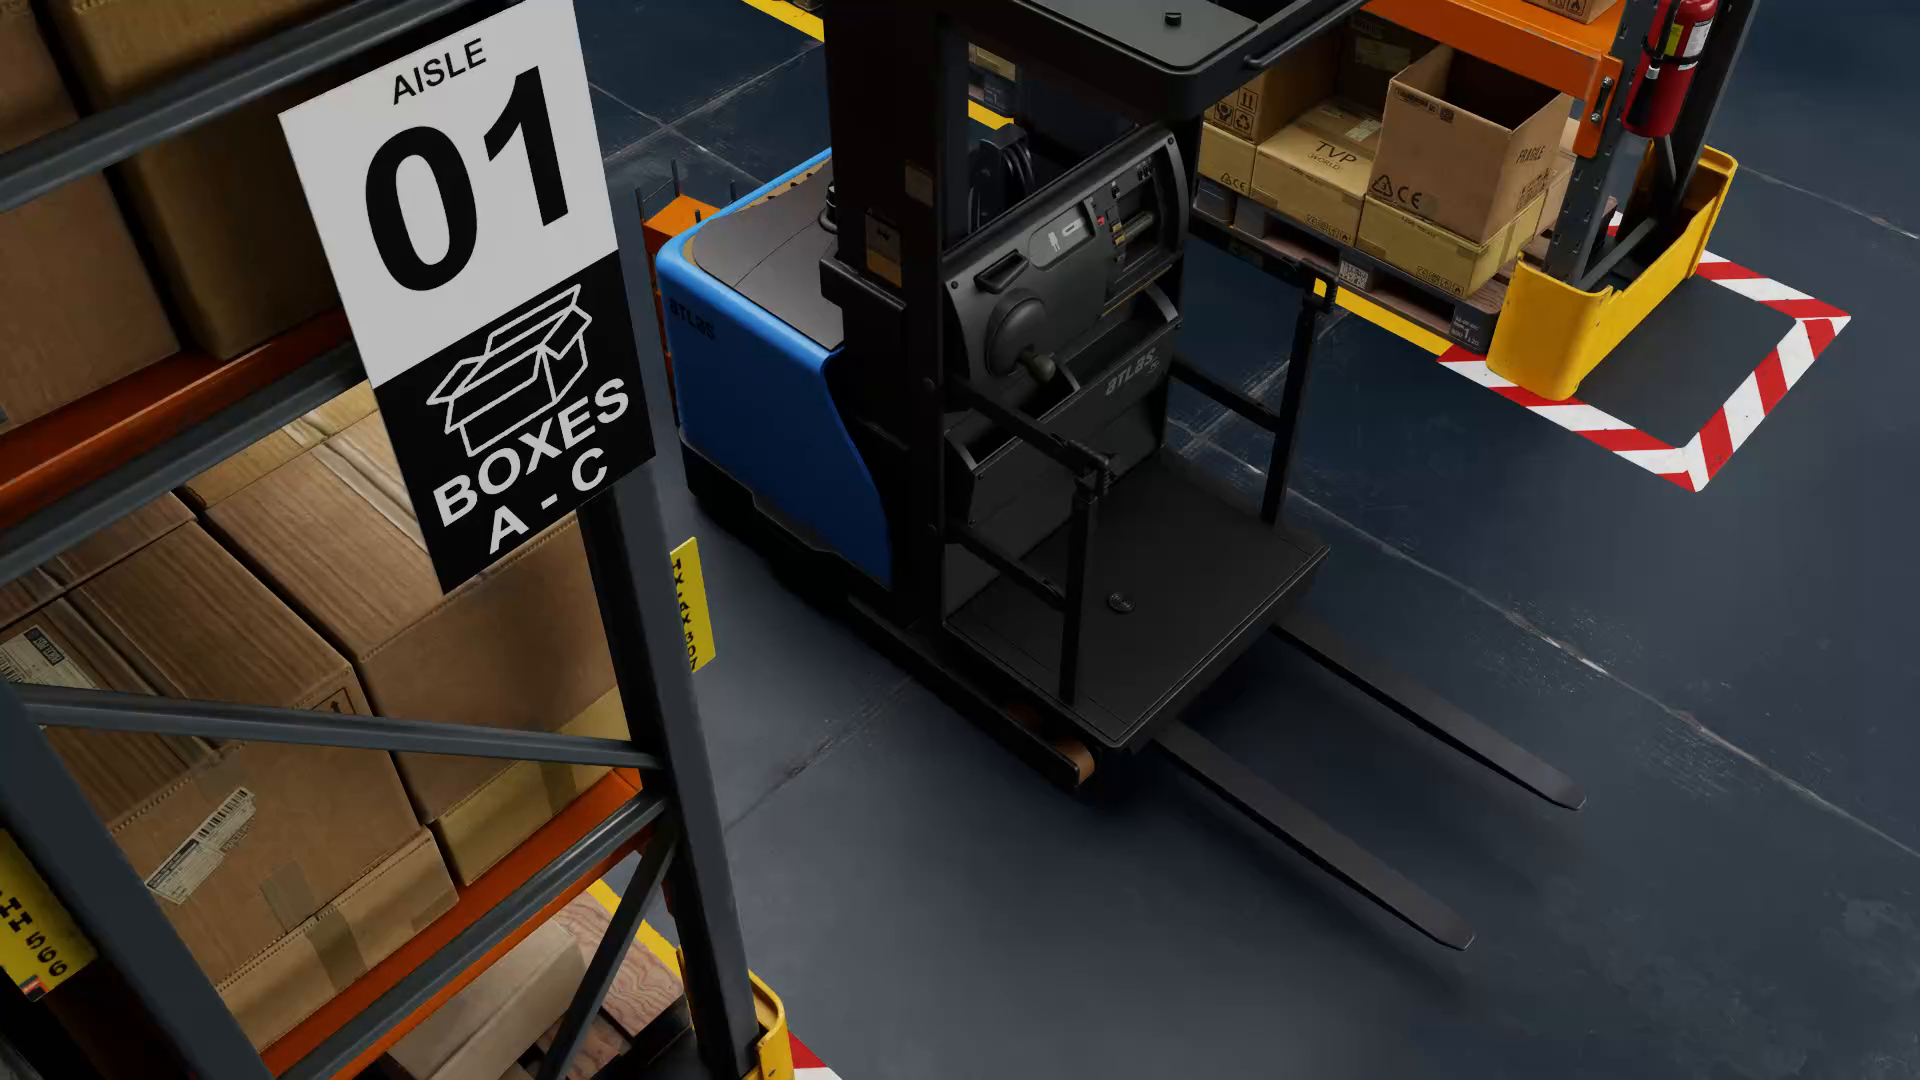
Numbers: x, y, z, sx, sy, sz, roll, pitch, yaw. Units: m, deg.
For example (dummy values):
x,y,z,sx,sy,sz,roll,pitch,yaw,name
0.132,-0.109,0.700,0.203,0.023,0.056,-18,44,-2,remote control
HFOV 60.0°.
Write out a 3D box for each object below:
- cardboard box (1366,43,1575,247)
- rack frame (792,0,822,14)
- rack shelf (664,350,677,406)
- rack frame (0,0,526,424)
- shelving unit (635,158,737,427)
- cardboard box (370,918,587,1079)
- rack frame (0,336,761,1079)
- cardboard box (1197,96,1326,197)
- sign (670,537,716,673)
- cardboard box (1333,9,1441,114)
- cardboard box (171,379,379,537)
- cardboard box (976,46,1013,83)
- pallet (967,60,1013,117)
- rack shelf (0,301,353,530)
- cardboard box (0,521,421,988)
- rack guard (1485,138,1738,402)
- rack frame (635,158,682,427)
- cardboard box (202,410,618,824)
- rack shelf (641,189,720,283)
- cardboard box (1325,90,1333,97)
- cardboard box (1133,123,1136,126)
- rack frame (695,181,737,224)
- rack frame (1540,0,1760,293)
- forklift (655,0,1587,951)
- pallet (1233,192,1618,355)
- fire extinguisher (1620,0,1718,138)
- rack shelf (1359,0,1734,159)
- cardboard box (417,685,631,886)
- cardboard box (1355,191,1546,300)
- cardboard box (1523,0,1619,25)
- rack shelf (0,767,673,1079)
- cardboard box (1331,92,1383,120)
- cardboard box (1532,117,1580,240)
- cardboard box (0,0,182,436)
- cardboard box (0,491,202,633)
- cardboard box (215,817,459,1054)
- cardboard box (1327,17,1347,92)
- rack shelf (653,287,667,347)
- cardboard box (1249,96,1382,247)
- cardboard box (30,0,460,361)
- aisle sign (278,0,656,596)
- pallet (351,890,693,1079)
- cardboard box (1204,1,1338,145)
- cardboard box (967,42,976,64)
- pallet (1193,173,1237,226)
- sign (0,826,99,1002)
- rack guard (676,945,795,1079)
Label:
x,y,z,sx,sy,sz,roll,pitch,yaw,name
1.900,-1.502,6.186,0.500,0.500,0.500,34,55,28,cardboard box
-0.444,-3.914,7.368,0.127,3.000,1.000,34,55,28,rack frame
-0.892,-0.596,5.985,0.240,0.259,0.215,24,51,21,rack shelf
-0.861,-1.334,0.830,0.127,3.000,1.000,34,55,28,rack frame
-0.892,-0.794,5.775,0.252,1.050,0.215,24,51,21,shelving unit
-1.309,1.099,4.204,0.500,0.311,0.500,28,53,24,cardboard box
-0.861,0.719,3.017,0.127,3.000,1.000,34,55,28,rack frame
1.157,-1.733,6.918,0.500,0.250,0.500,34,55,28,cardboard box
-0.493,0.132,2.975,0.005,0.325,0.100,34,55,28,sign
1.884,-2.026,6.679,0.500,0.500,0.500,34,55,28,cardboard box
-1.365,-0.140,3.399,0.500,0.500,0.500,34,55,28,cardboard box
0.419,-2.225,7.380,0.500,0.250,0.500,34,55,28,cardboard box
0.112,-2.544,7.994,1.213,0.211,1.003,34,55,28,pallet
-2.331,-1.050,3.115,4.000,0.370,1.077,34,55,28,rack shelf
-1.352,0.388,2.903,0.500,0.500,0.500,33,55,27,cardboard box
2.513,-1.069,6.411,0.348,0.500,1.175,34,55,28,rack guard
-0.996,-0.841,5.819,0.008,1.050,0.200,24,51,21,rack frame
-1.008,0.110,3.164,0.500,0.500,0.500,34,55,28,cardboard box
-0.892,-0.981,5.576,0.240,0.259,0.215,24,51,21,rack shelf
1.516,-2.016,7.184,0.500,0.250,0.500,34,55,28,cardboard box
0.791,-1.981,7.151,0.500,0.250,0.500,34,55,28,cardboard box
-0.789,-0.747,5.731,0.008,1.050,0.200,24,51,21,rack frame
2.496,-1.937,5.511,0.127,3.000,1.000,34,55,28,rack frame
0.460,-0.690,4.387,3.031,2.935,1.130,34,56,28,forklift
1.905,-1.338,6.861,1.213,0.211,1.003,34,55,28,pallet
2.268,-1.603,5.250,0.183,0.674,0.296,34,55,28,fire extinguisher
1.026,-2.679,6.701,4.000,0.370,1.077,34,55,28,rack shelf
-1.004,0.352,3.451,0.500,0.250,0.500,32,55,27,cardboard box
1.901,-1.246,6.460,0.500,0.250,0.500,34,55,28,cardboard box
2.161,-2.208,5.697,0.500,0.500,0.700,34,55,28,cardboard box
-2.331,-0.024,4.208,4.000,0.370,1.077,34,55,28,rack shelf
1.883,-1.769,6.951,0.500,0.250,0.500,34,55,28,cardboard box
2.253,-1.523,6.721,0.500,0.250,0.500,34,55,28,cardboard box
-1.340,-0.419,1.946,0.500,0.500,0.500,-34,56,-28,cardboard box
-1.715,0.134,3.142,0.500,0.500,0.500,35,56,28,cardboard box
-1.336,0.636,3.184,0.500,0.250,0.500,35,56,28,cardboard box
1.508,-2.267,6.904,0.500,0.500,0.500,34,55,28,cardboard box
-0.892,-0.786,5.783,0.240,0.259,0.215,24,51,21,rack shelf
1.526,-1.487,6.686,0.500,0.250,0.500,34,55,28,cardboard box
-0.937,-0.648,2.161,0.500,0.500,0.500,35,56,29,cardboard box
-0.605,-0.296,2.187,0.004,0.787,0.394,34,55,28,aisle sign
-1.490,1.215,4.464,1.213,0.211,1.003,34,55,28,pallet
1.155,-1.988,6.643,0.500,0.500,0.500,34,55,28,cardboard box
0.056,-2.475,7.615,0.500,0.250,0.500,34,55,28,cardboard box
1.013,-1.941,7.428,1.213,0.211,1.003,34,55,28,pallet
-1.252,0.502,2.210,0.005,0.325,0.100,34,55,28,sign
-0.917,1.537,3.964,0.348,0.500,1.175,34,55,28,rack guard
